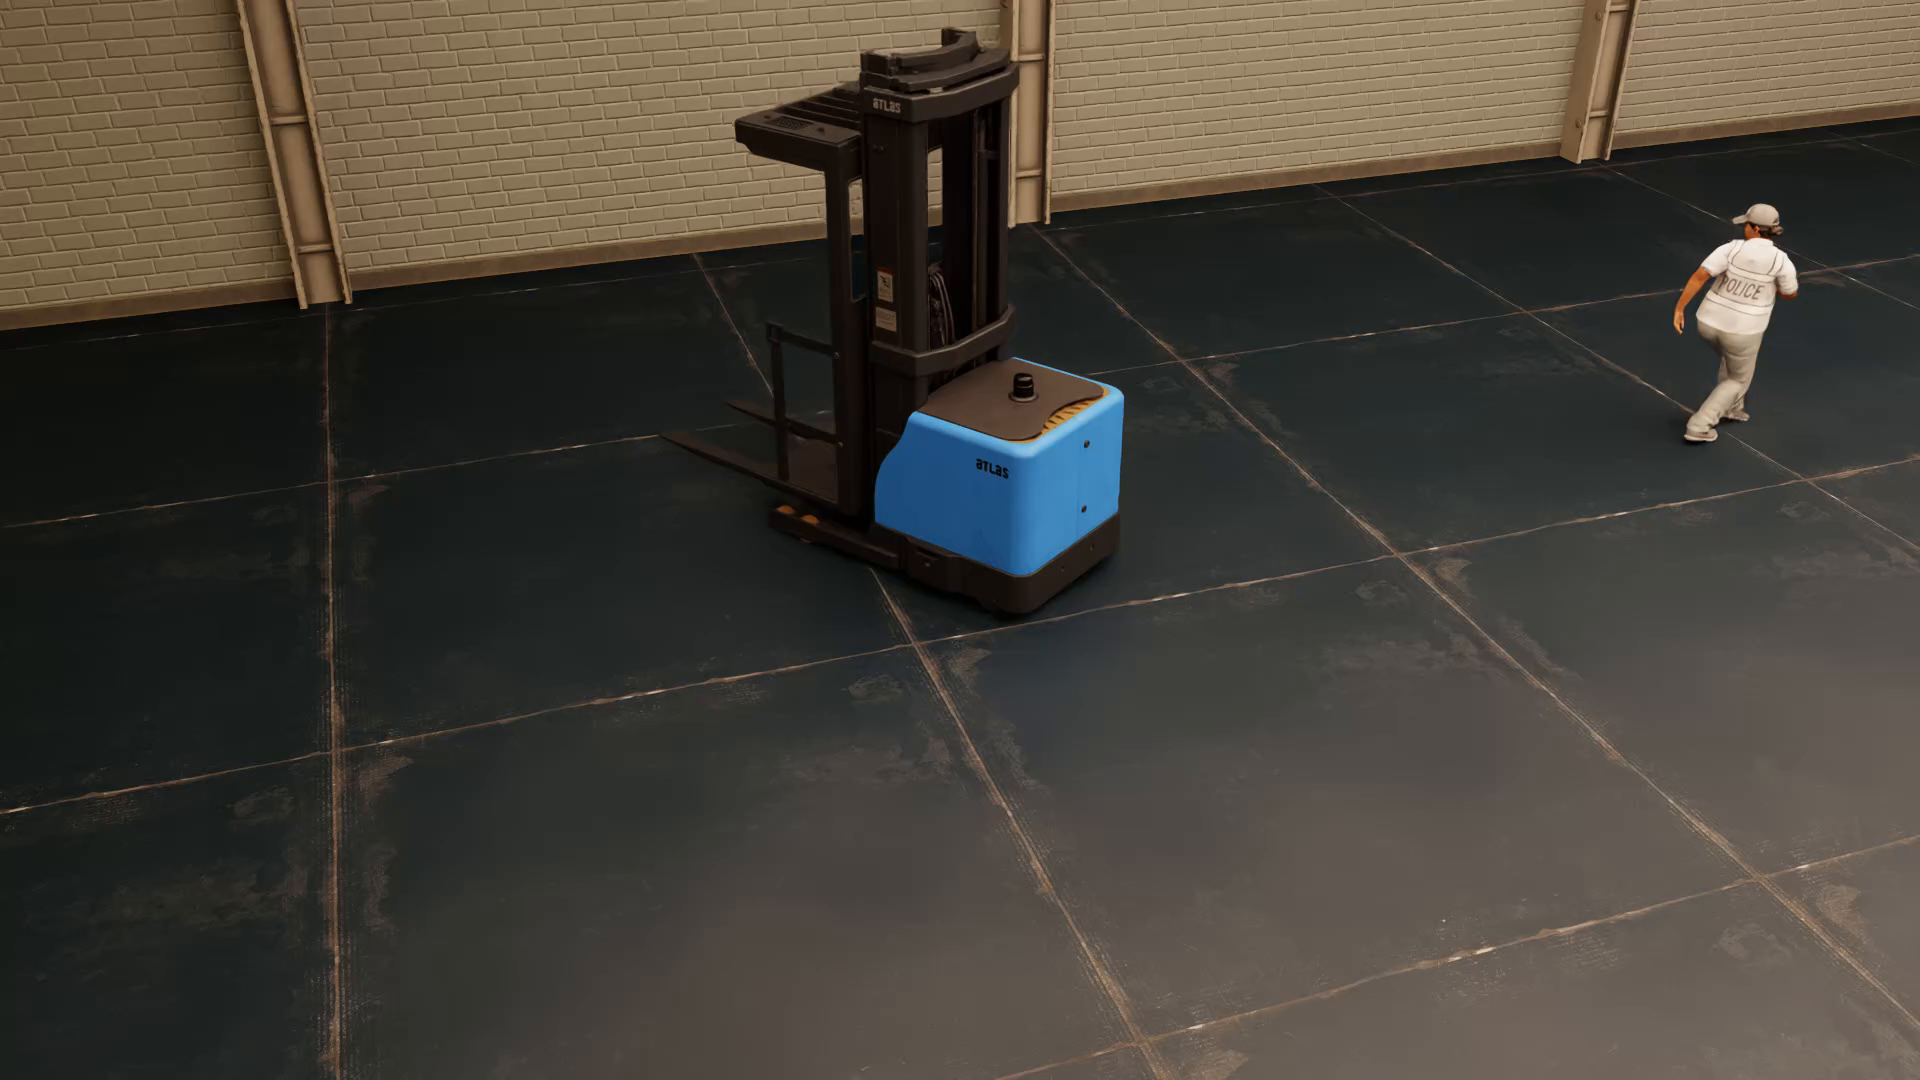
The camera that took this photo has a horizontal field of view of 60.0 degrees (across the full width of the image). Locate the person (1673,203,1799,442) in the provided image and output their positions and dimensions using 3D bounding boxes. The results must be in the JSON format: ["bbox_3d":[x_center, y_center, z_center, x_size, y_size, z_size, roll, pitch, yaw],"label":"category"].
[{"bbox_3d":[5.119,-1.414,10.927,0.875,1.629,0.519,-20,35,-30],"label":"person"}]

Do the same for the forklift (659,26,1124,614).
[{"bbox_3d":[-0.543,-1.443,9.595,3.031,2.935,1.130,21,36,32],"label":"forklift"}]
